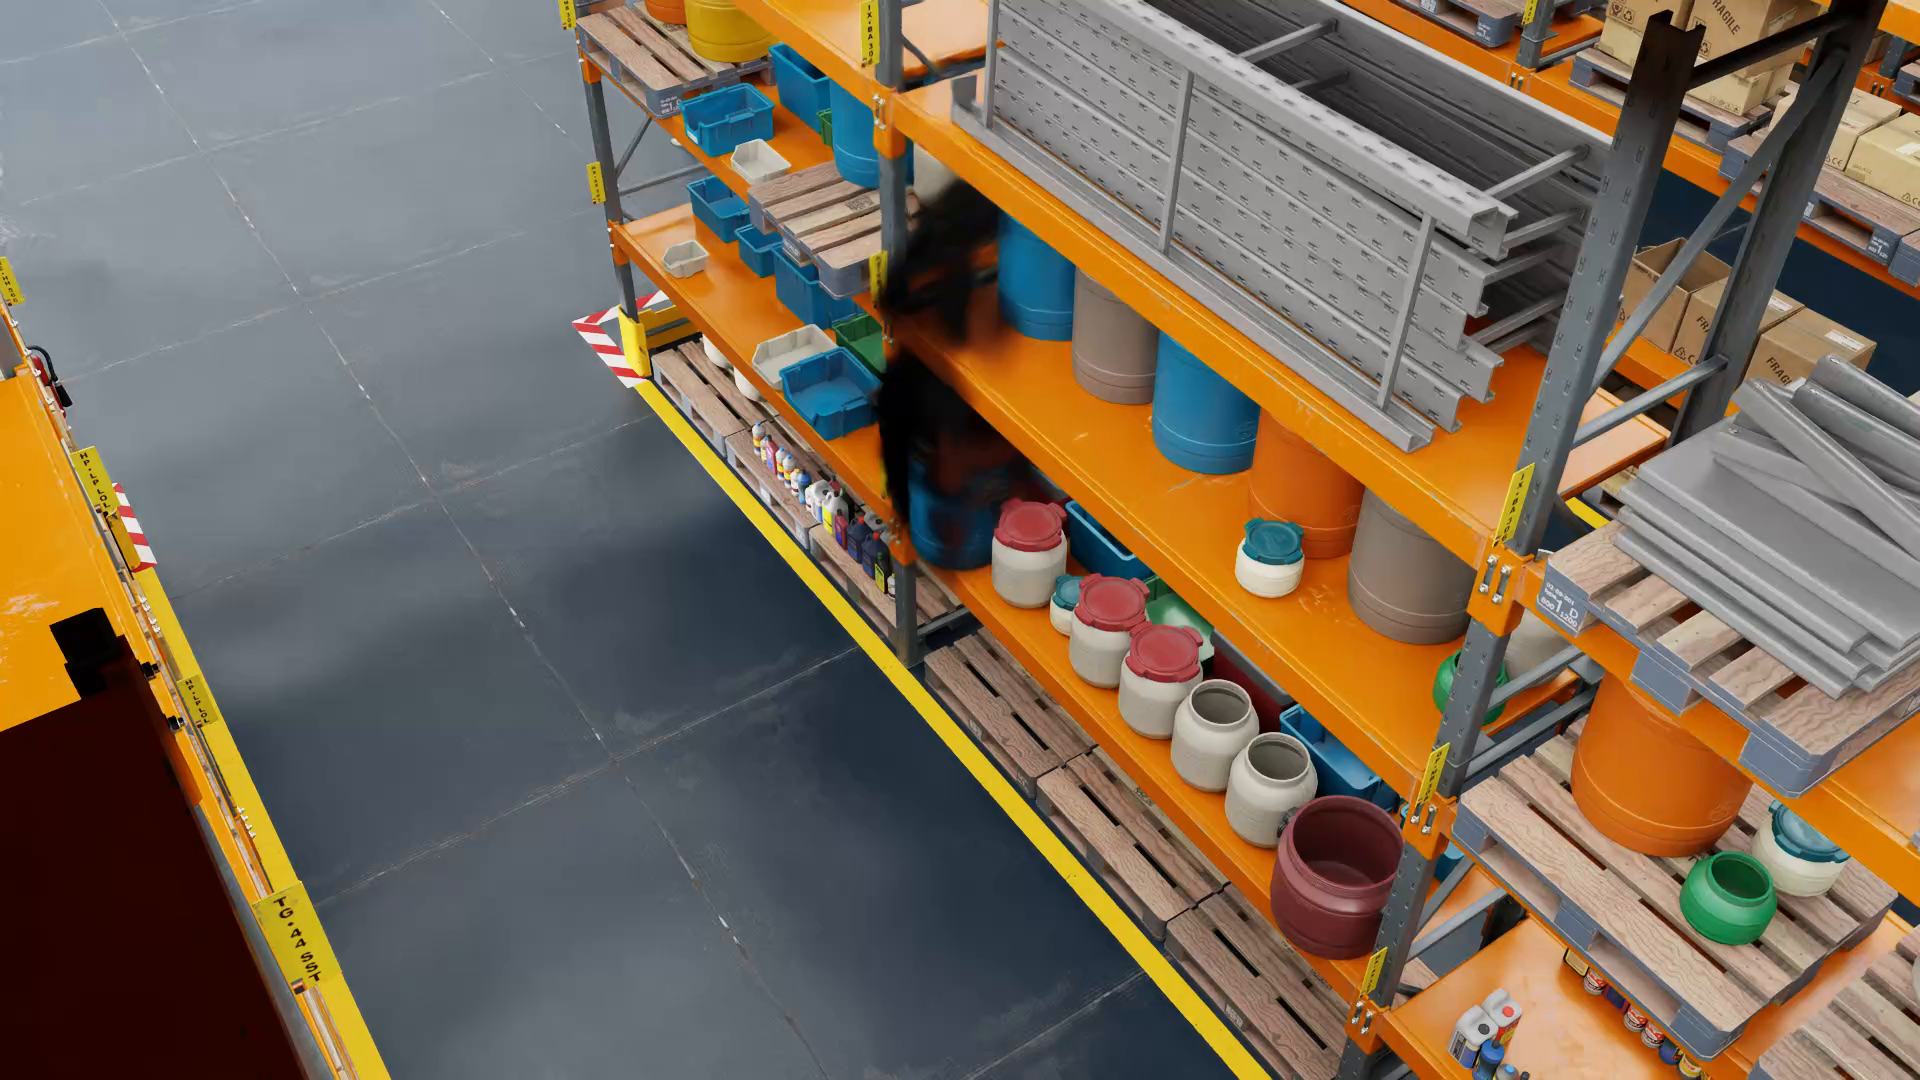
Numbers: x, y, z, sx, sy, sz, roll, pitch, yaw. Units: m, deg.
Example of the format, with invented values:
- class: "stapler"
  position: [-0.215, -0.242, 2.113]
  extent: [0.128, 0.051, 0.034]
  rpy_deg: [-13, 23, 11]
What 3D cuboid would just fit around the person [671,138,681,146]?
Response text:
- class: "person"
  position: [-2.473, -4.421, 15.366]
  extent: [0.576, 1.643, 0.598]
  rpy_deg: [-10, 44, -11]
